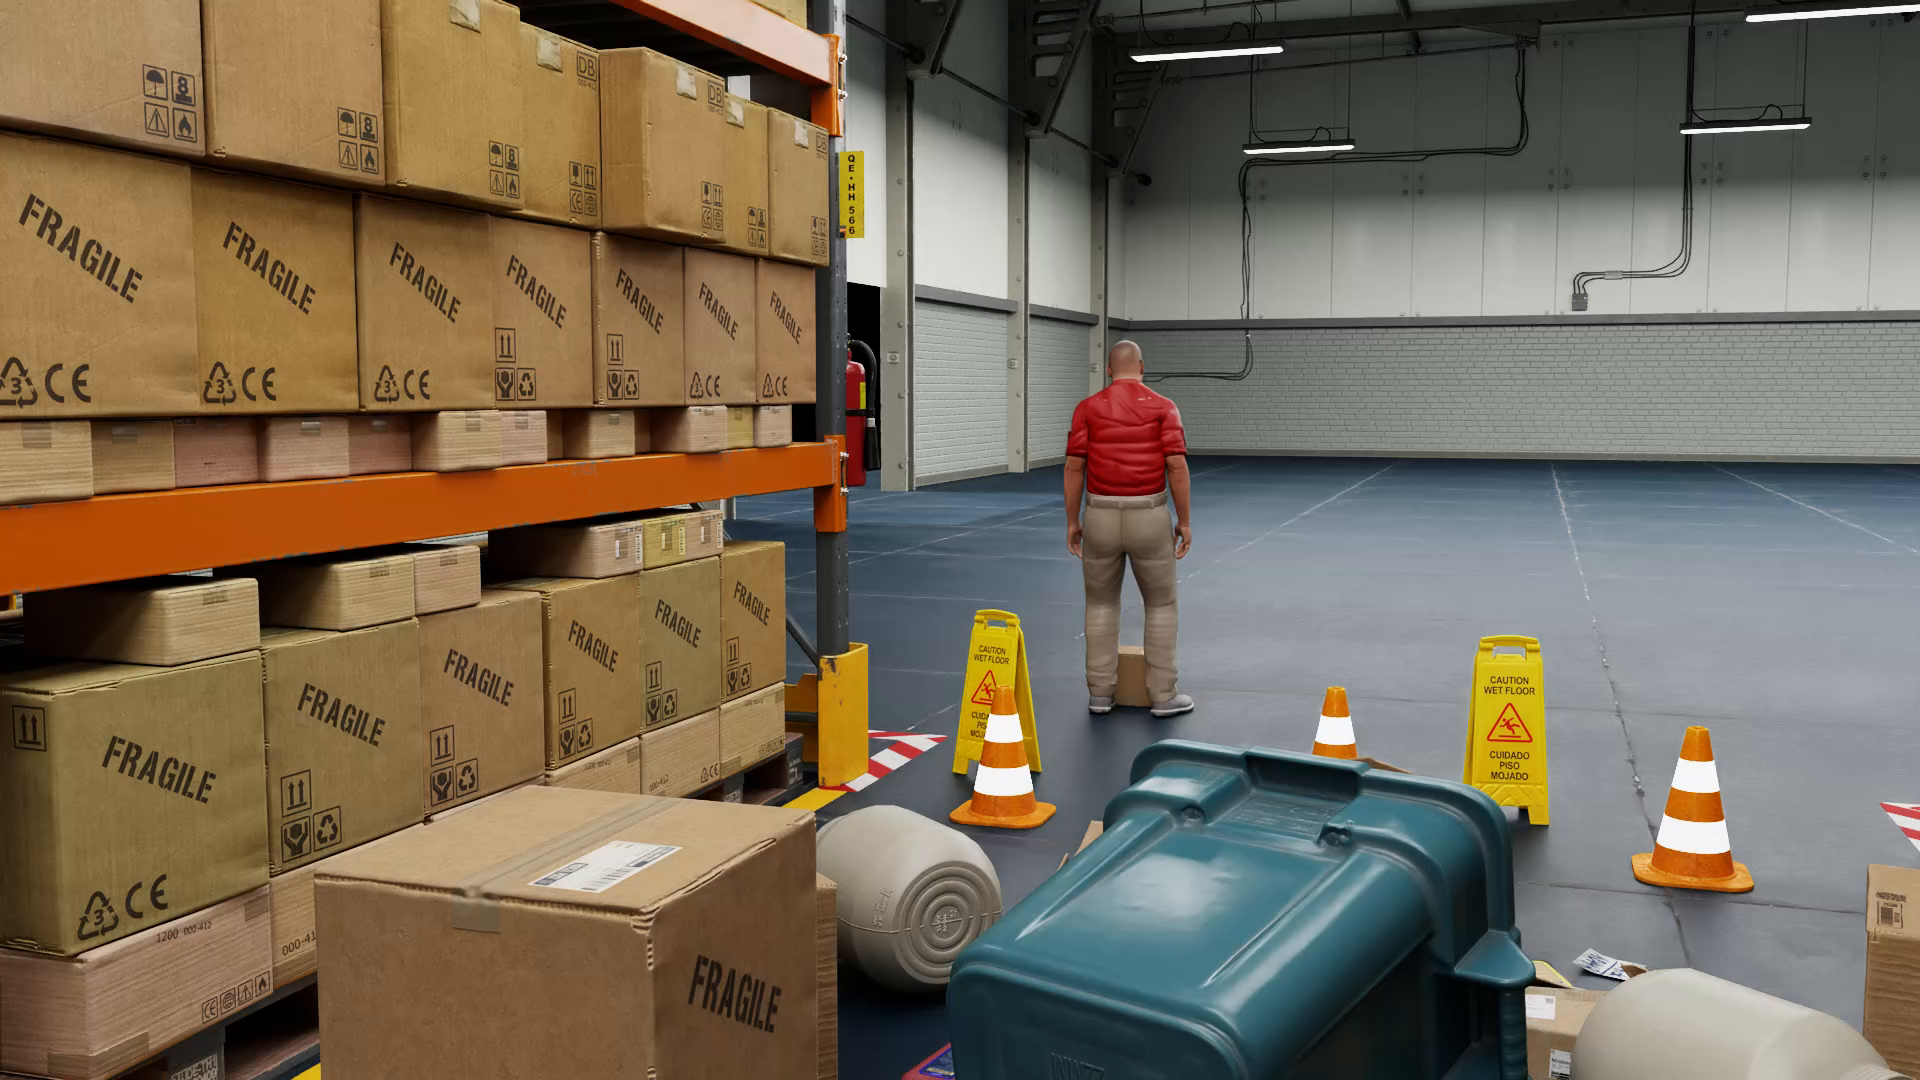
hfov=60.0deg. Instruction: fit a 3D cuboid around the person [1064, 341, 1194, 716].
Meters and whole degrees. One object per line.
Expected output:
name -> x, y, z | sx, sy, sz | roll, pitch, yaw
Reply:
person -> 0.783, -0.058, 7.714 | 0.597, 1.725, 0.389 | 1, 5, 15
